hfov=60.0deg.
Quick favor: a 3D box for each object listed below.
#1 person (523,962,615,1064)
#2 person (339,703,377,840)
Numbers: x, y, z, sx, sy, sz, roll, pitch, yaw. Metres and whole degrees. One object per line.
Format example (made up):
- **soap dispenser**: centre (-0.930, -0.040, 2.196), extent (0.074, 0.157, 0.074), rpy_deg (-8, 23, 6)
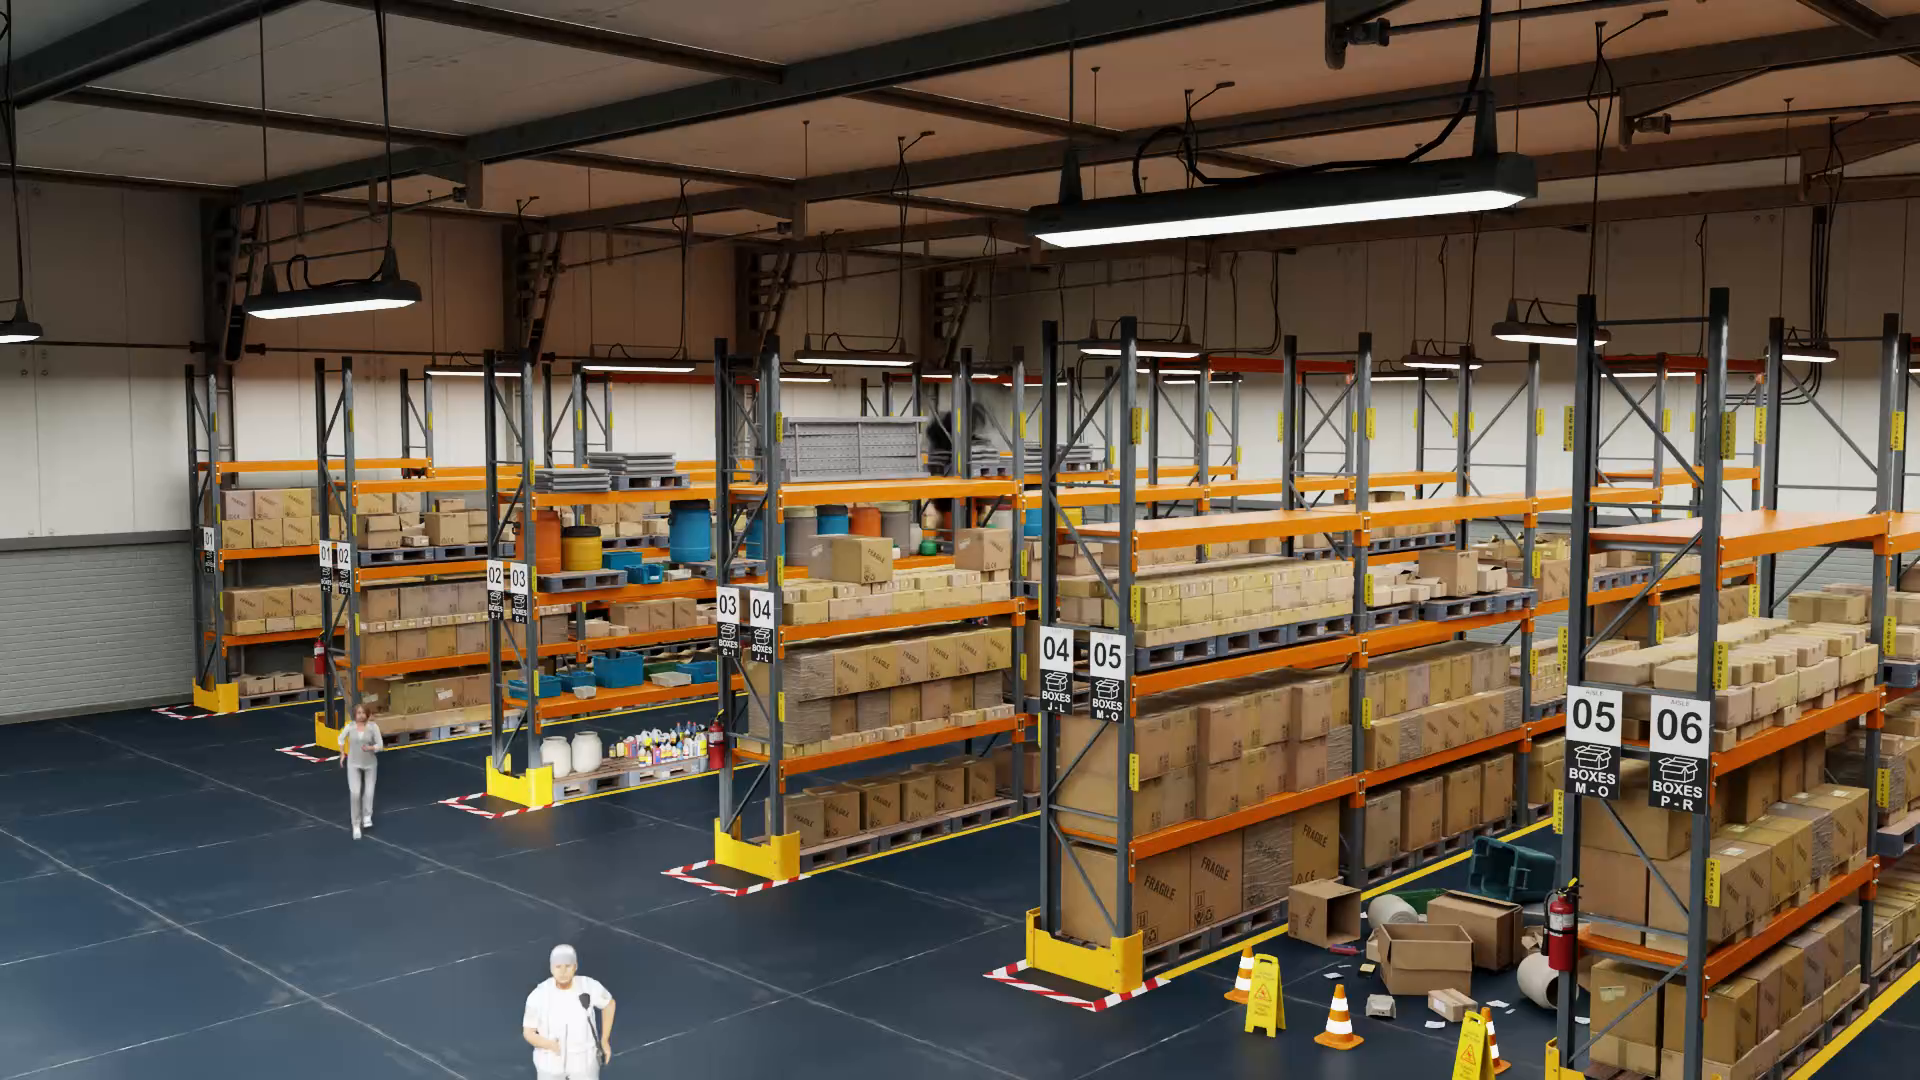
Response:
- **person**: centre (-2.585, 3.510, 10.986), extent (0.579, 1.656, 0.678), rpy_deg (-1, 4, -7)
- **person**: centre (-7.337, 2.809, 20.319), extent (0.444, 1.646, 0.715), rpy_deg (-2, 5, -23)
